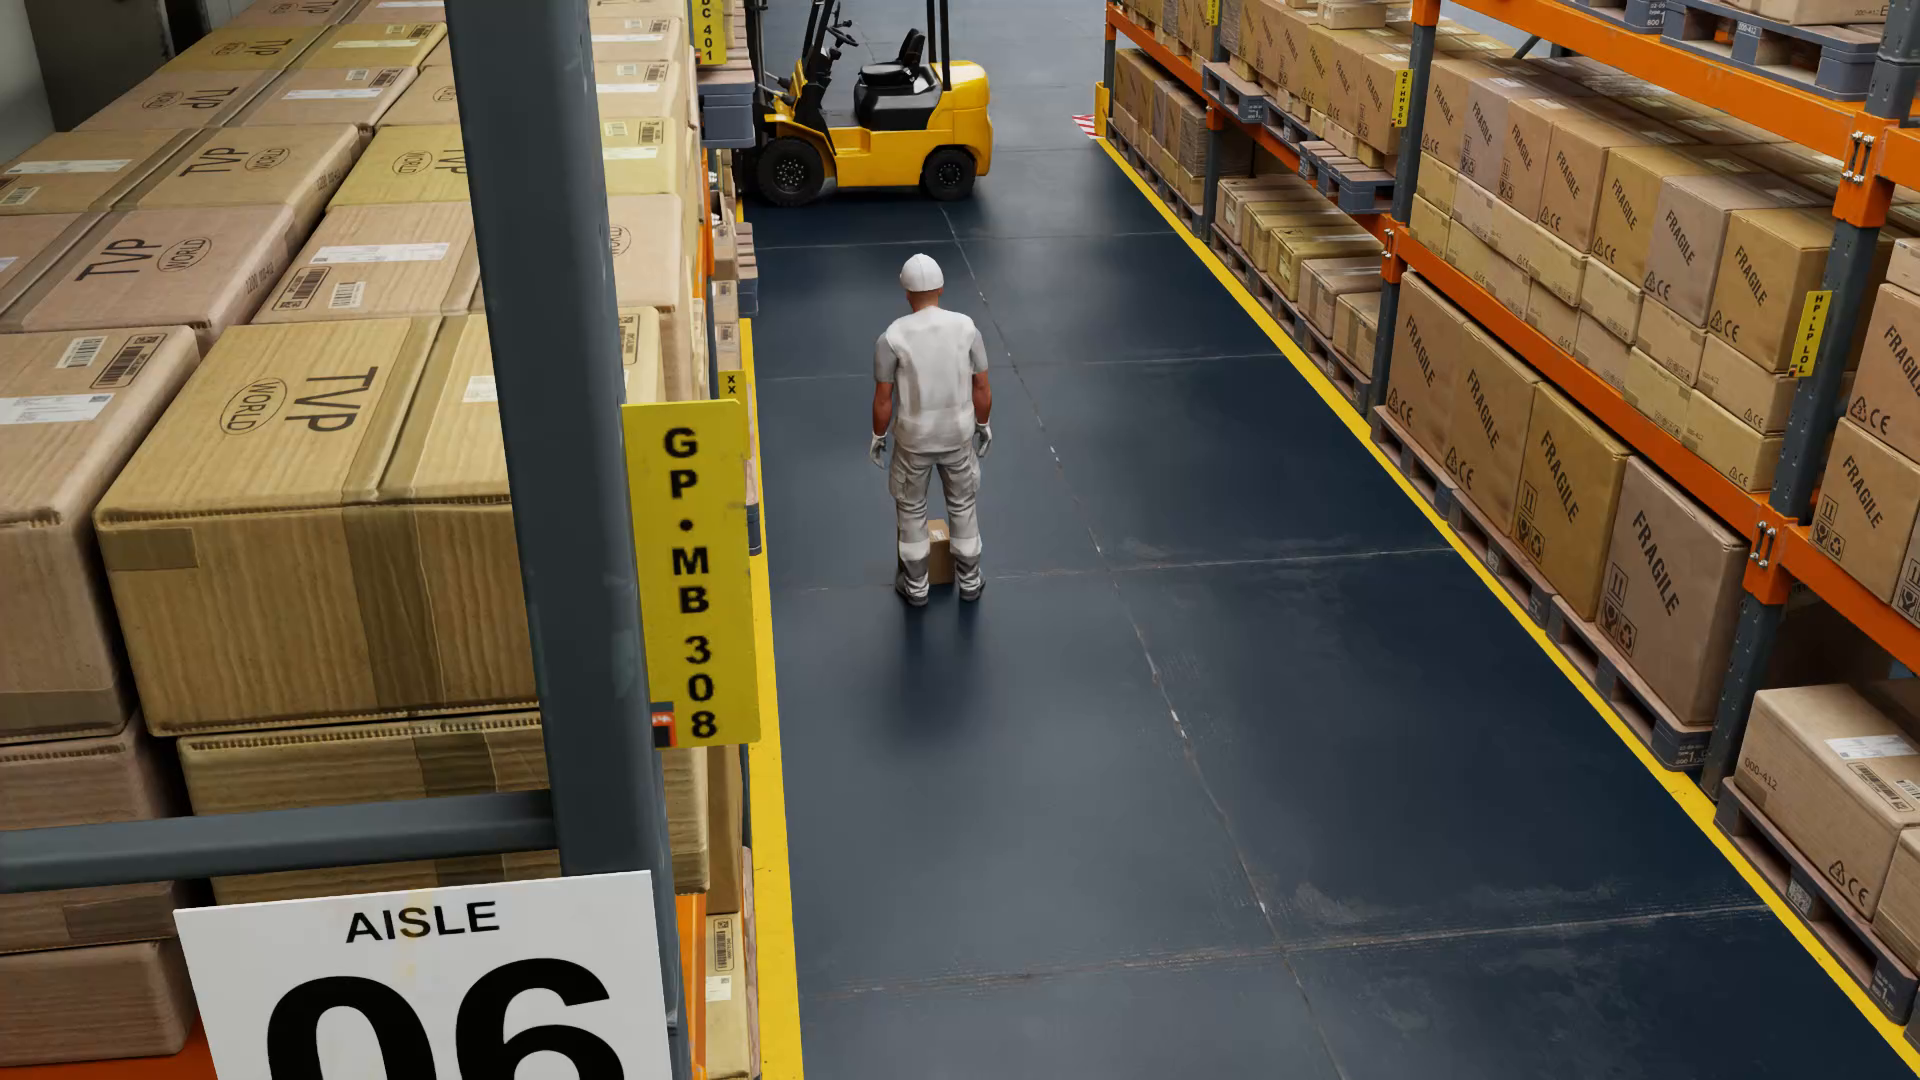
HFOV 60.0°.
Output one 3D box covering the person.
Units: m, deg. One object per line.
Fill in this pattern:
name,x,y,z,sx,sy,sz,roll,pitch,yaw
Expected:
person,-0.140,-0.512,8.110,0.617,1.778,0.453,-6,27,-11
